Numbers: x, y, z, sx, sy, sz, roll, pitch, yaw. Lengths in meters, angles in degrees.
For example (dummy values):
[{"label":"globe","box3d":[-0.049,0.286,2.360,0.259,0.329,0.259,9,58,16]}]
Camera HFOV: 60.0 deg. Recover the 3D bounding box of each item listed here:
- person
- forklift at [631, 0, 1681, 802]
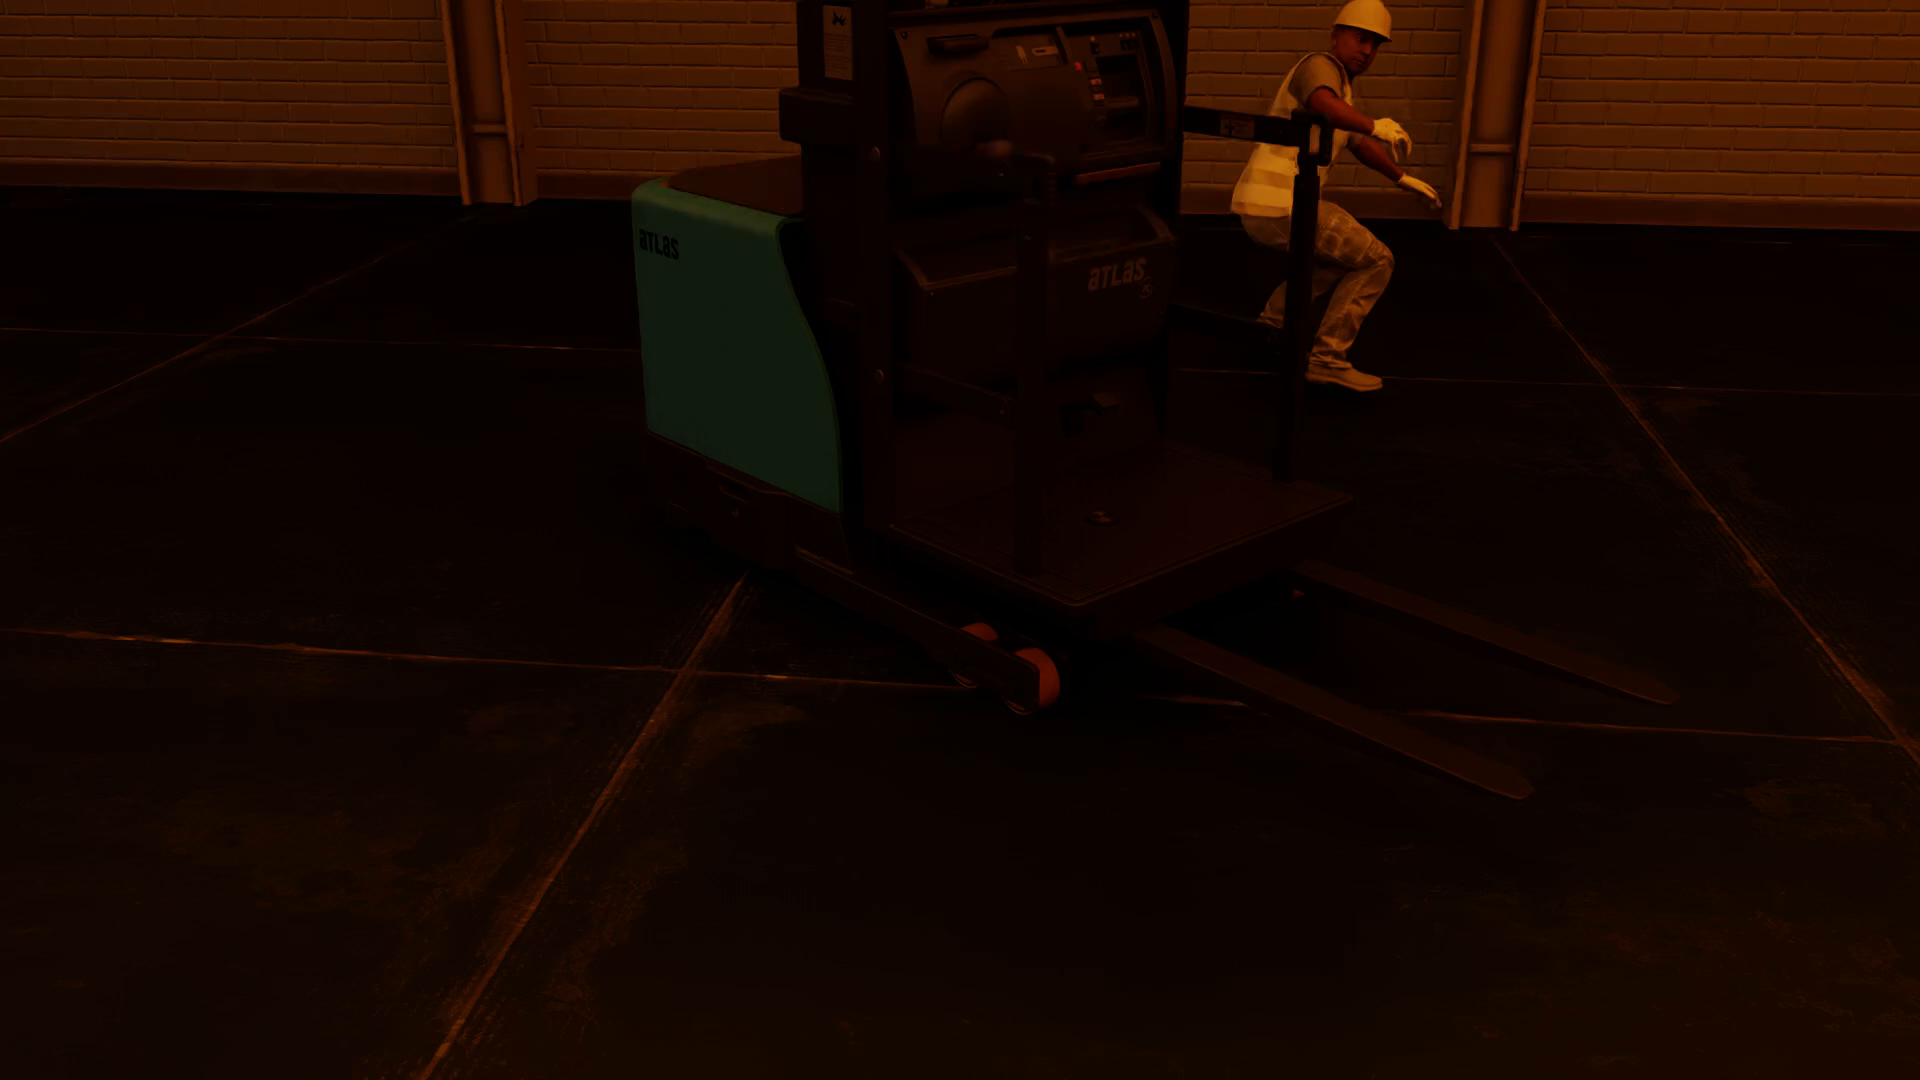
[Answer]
[{"label":"person","box3d":[1.535,-1.333,6.537,0.926,1.513,0.825,0,22,0]},{"label":"forklift","box3d":[0.355,-1.142,4.088,1.130,2.935,3.031,-18,28,-38]}]
